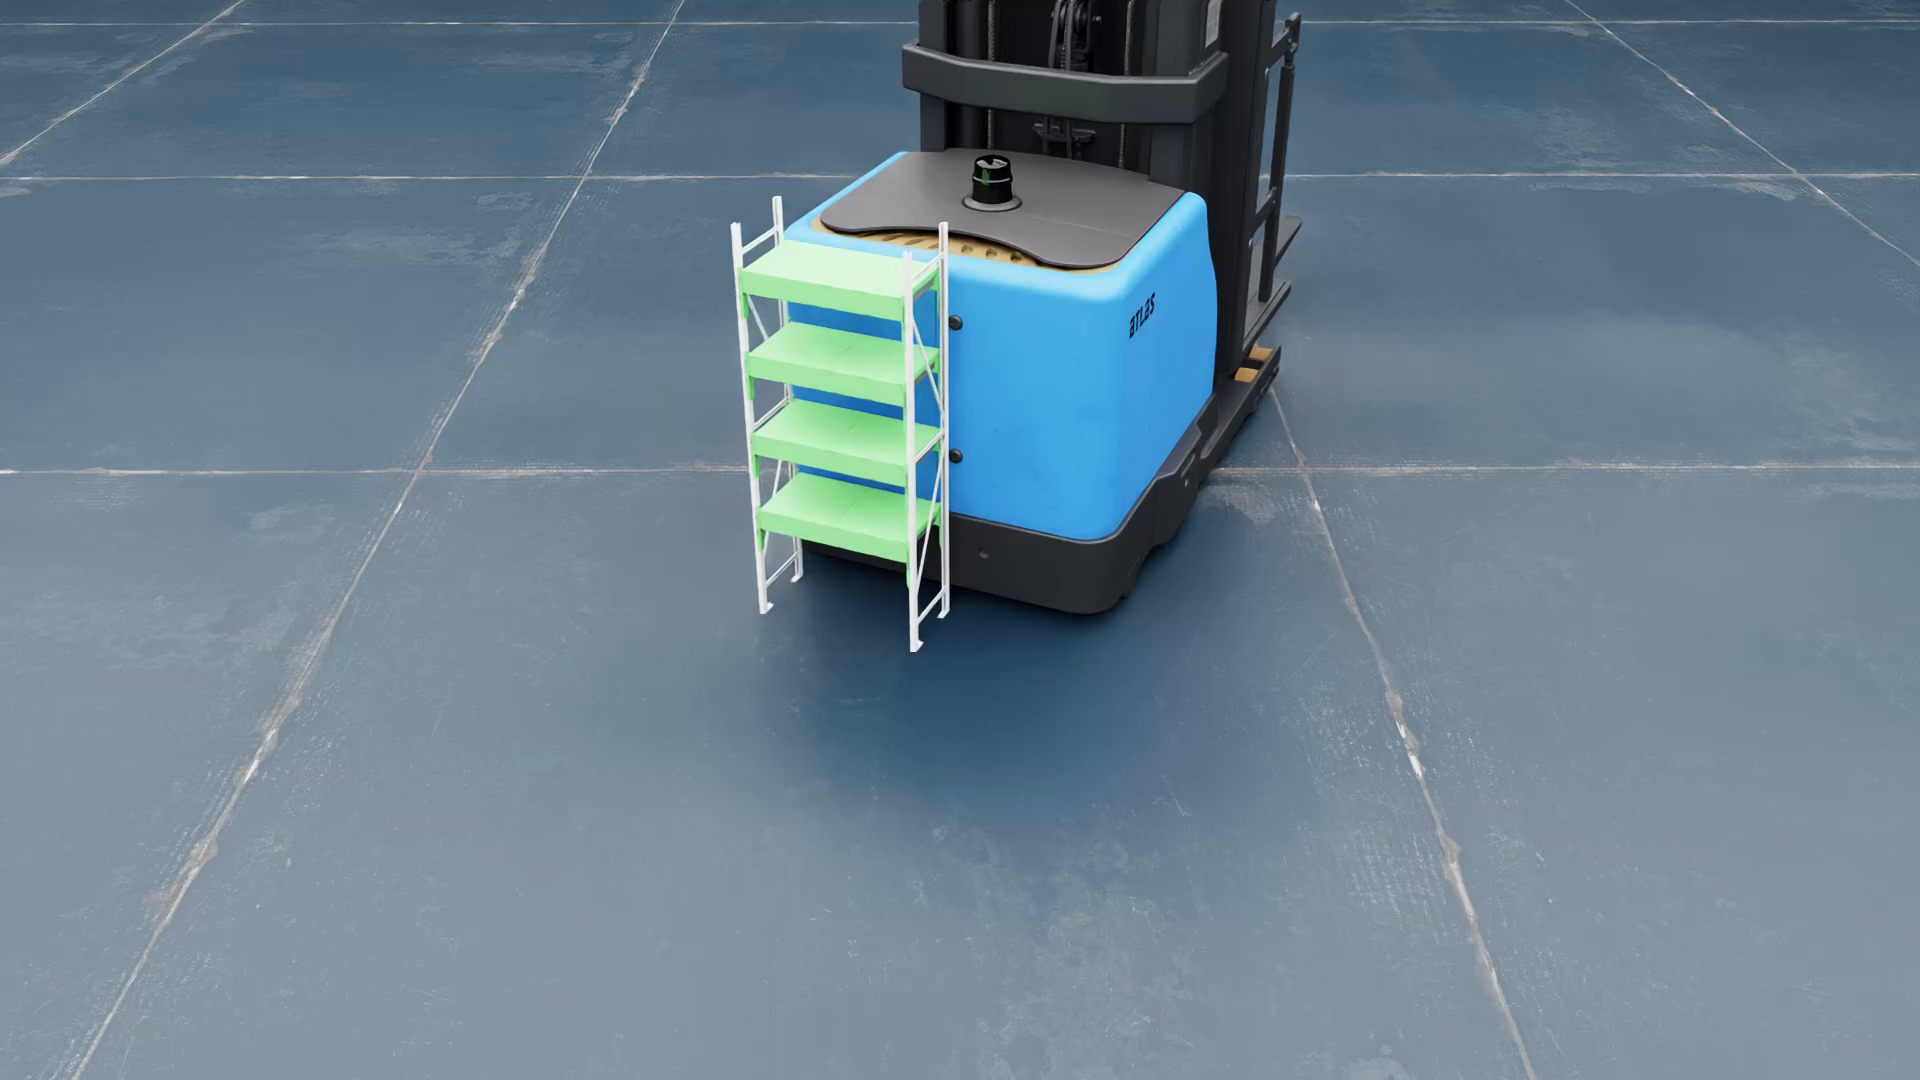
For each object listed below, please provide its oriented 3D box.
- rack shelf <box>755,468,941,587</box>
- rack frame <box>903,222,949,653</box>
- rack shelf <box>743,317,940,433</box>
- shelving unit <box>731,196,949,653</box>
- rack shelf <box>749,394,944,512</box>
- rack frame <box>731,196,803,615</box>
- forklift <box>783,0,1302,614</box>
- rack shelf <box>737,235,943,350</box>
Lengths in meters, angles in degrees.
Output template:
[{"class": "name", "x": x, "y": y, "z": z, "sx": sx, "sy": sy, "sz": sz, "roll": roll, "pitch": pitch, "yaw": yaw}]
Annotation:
[{"class": "rack shelf", "x": -0.310, "y": -0.040, "z": 4.746, "sx": 0.480, "sy": 0.148, "sz": 0.258, "roll": 13, "pitch": 34, "yaw": 20}, {"class": "rack frame", "x": -0.086, "y": -0.249, "z": 4.504, "sx": 0.015, "sy": 1.200, "sz": 0.240, "roll": 13, "pitch": 34, "yaw": 20}, {"class": "rack shelf", "x": -0.310, "y": -0.451, "z": 4.497, "sx": 0.480, "sy": 0.148, "sz": 0.258, "roll": 13, "pitch": 34, "yaw": 20}, {"class": "shelving unit", "x": -0.310, "y": -0.300, "z": 4.588, "sx": 0.503, "sy": 1.200, "sz": 0.258, "roll": 13, "pitch": 34, "yaw": 20}, {"class": "rack shelf", "x": -0.310, "y": -0.246, "z": 4.621, "sx": 0.480, "sy": 0.148, "sz": 0.258, "roll": 13, "pitch": 34, "yaw": 20}, {"class": "rack frame", "x": -0.533, "y": -0.351, "z": 4.672, "sx": 0.015, "sy": 1.200, "sz": 0.240, "roll": 13, "pitch": 34, "yaw": 20}, {"class": "forklift", "x": 0.538, "y": -1.789, "z": 5.373, "sx": 1.130, "sy": 2.935, "sz": 3.031, "roll": 13, "pitch": 34, "yaw": 20}, {"class": "rack shelf", "x": -0.310, "y": -0.656, "z": 4.372, "sx": 0.480, "sy": 0.148, "sz": 0.258, "roll": 13, "pitch": 34, "yaw": 20}]
